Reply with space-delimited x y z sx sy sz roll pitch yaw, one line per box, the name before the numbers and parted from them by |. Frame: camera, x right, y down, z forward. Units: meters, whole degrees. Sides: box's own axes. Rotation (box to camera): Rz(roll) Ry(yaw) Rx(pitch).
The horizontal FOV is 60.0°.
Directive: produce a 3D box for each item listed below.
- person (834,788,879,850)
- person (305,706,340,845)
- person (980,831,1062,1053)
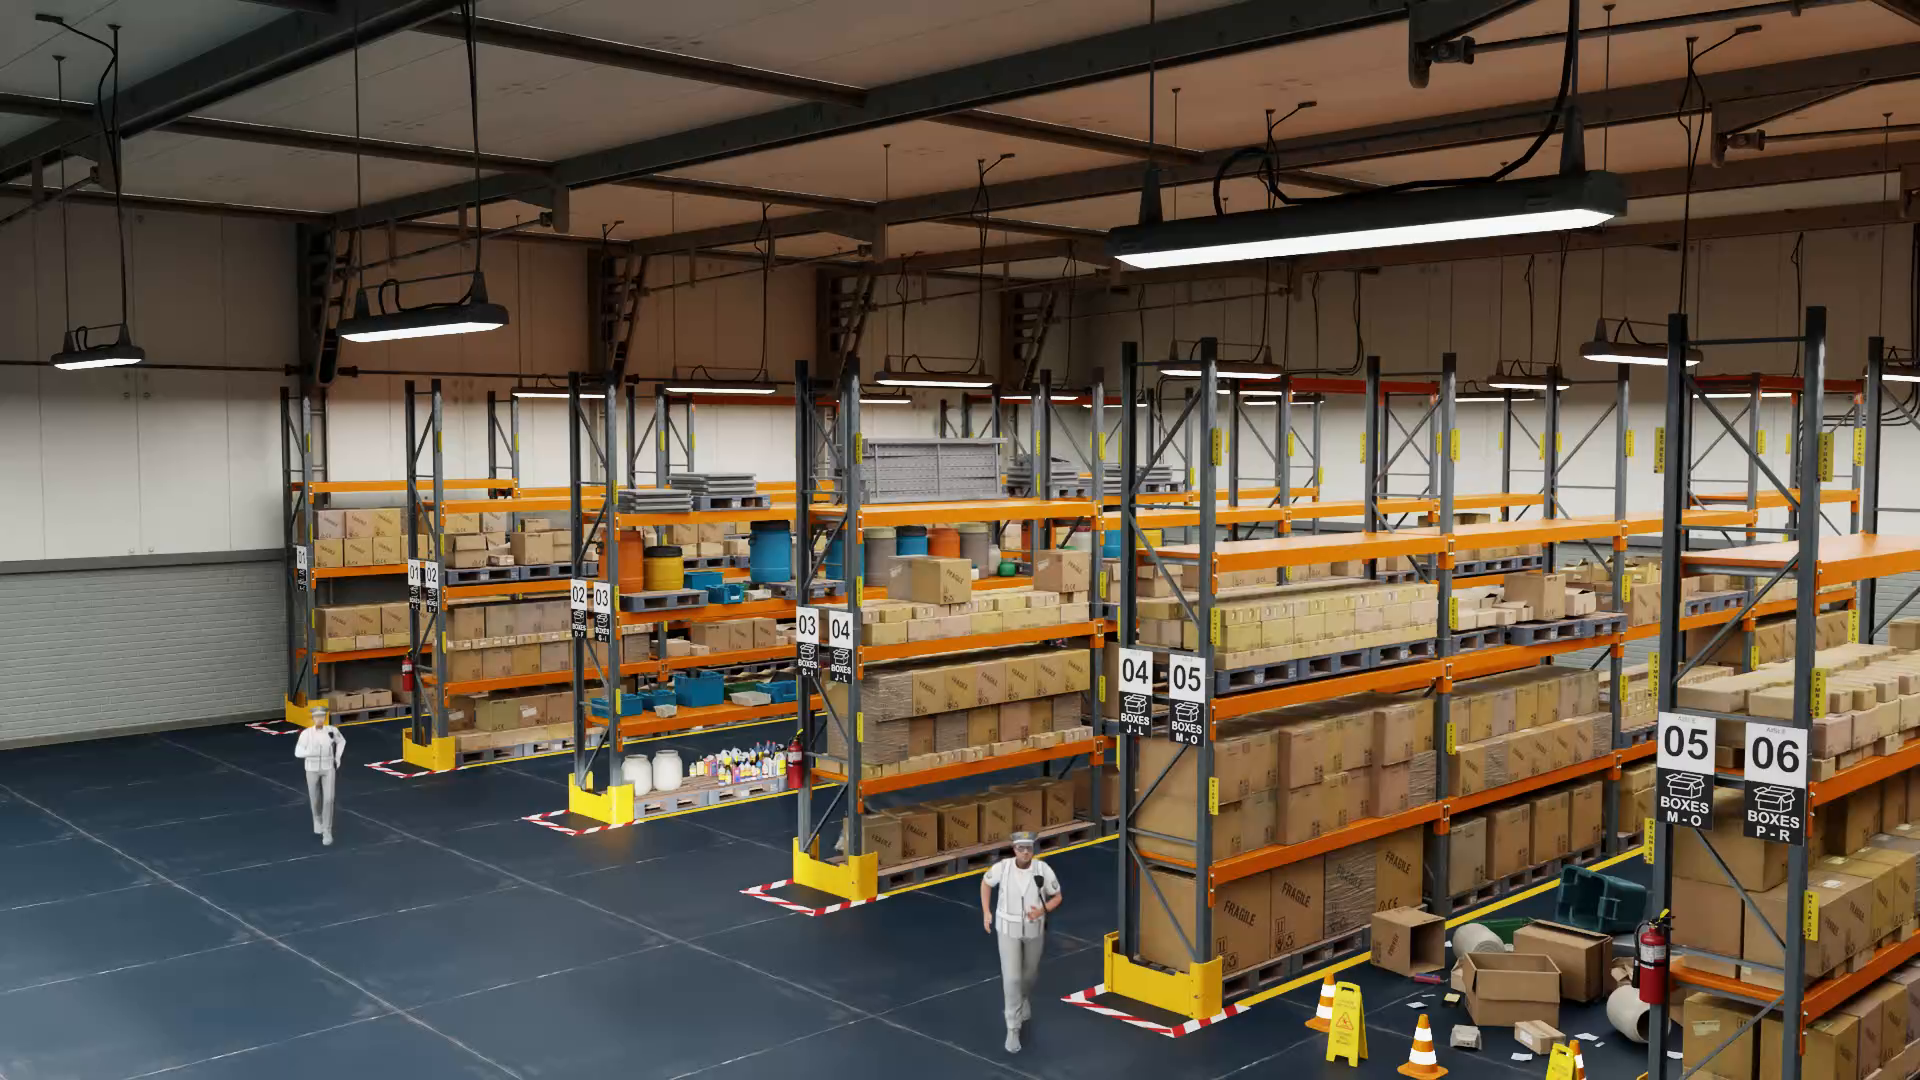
person | -1.303 3.018 20.902 0.518 1.615 0.828 4 5 44
person | -8.080 2.940 21.082 0.426 1.708 0.831 -1 4 -21
person | 0.532 3.357 14.273 0.683 1.791 0.913 0 4 -6
